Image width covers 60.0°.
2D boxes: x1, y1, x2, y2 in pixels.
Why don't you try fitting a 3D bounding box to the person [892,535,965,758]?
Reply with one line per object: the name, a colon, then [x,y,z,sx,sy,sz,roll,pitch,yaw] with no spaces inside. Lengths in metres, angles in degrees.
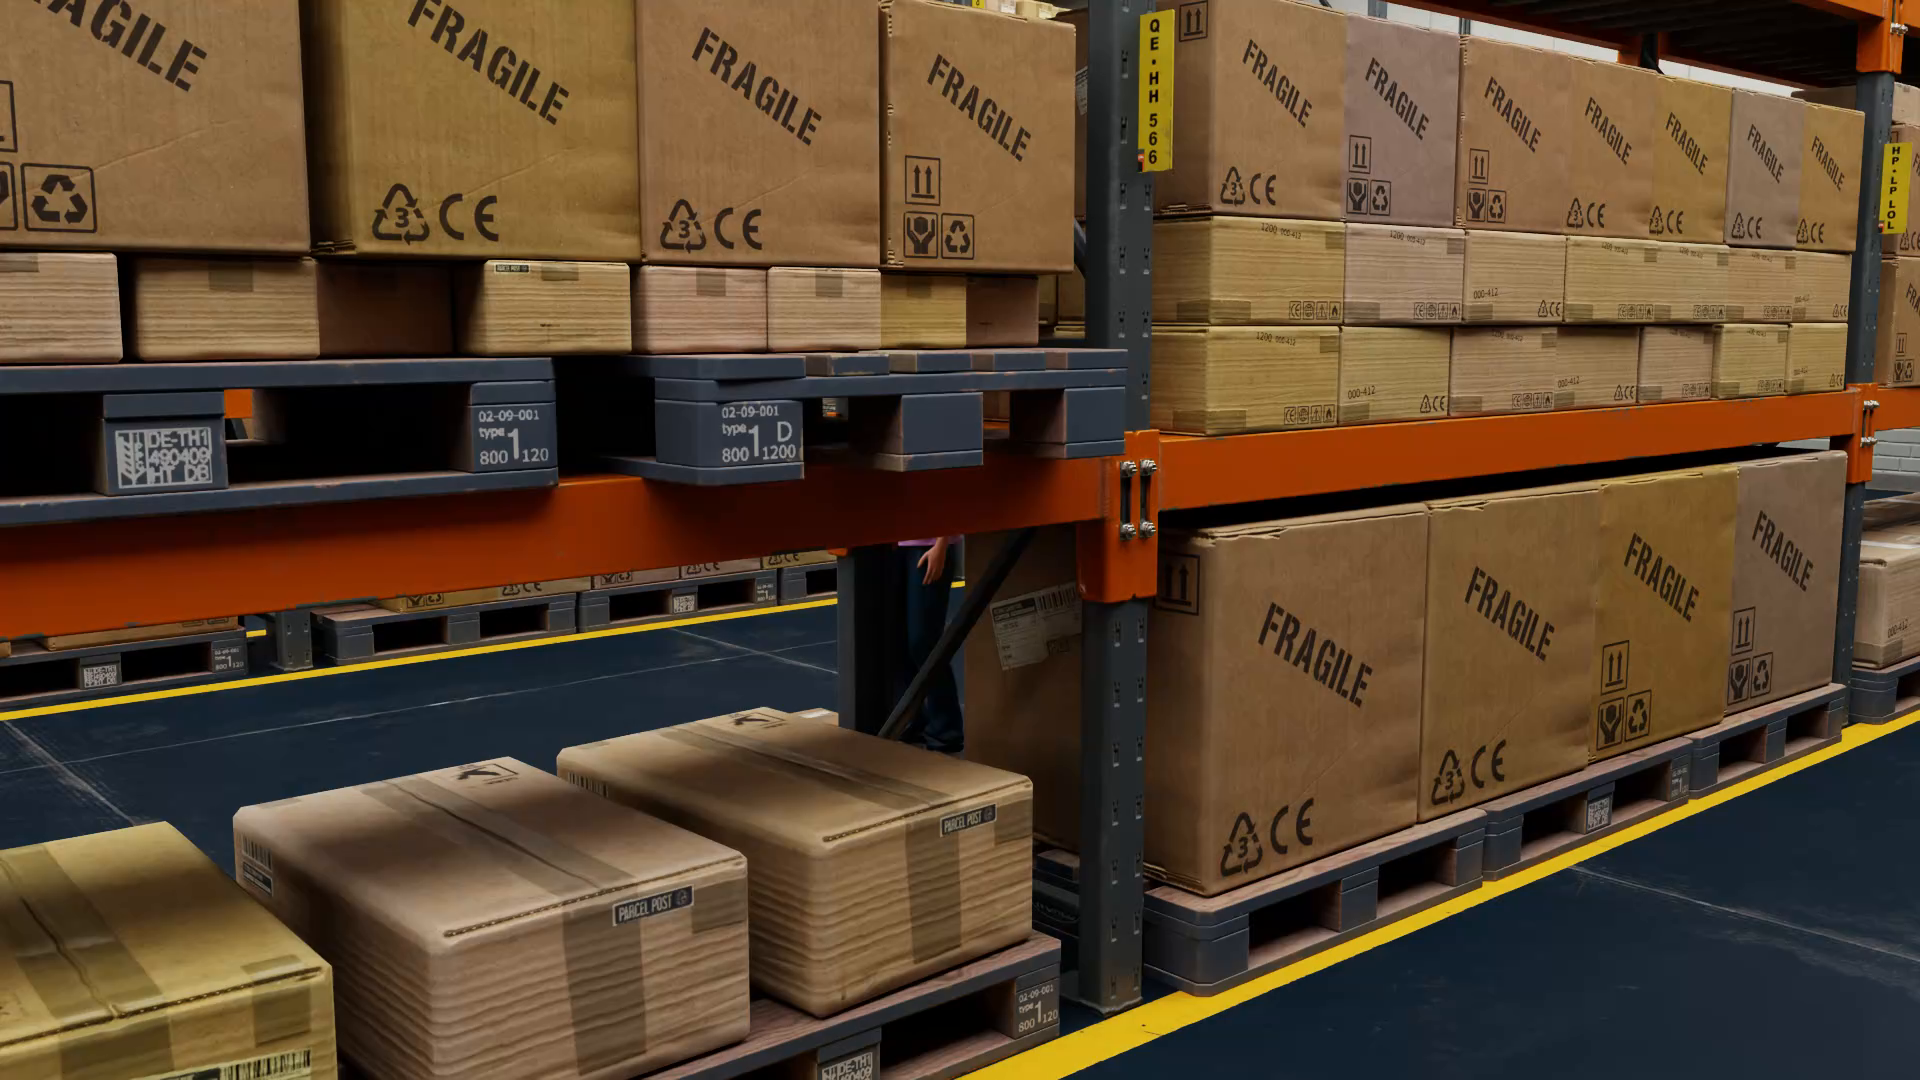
person: [-0.146,0.026,5.696,0.301,1.596,0.409,-6,10,-40]
